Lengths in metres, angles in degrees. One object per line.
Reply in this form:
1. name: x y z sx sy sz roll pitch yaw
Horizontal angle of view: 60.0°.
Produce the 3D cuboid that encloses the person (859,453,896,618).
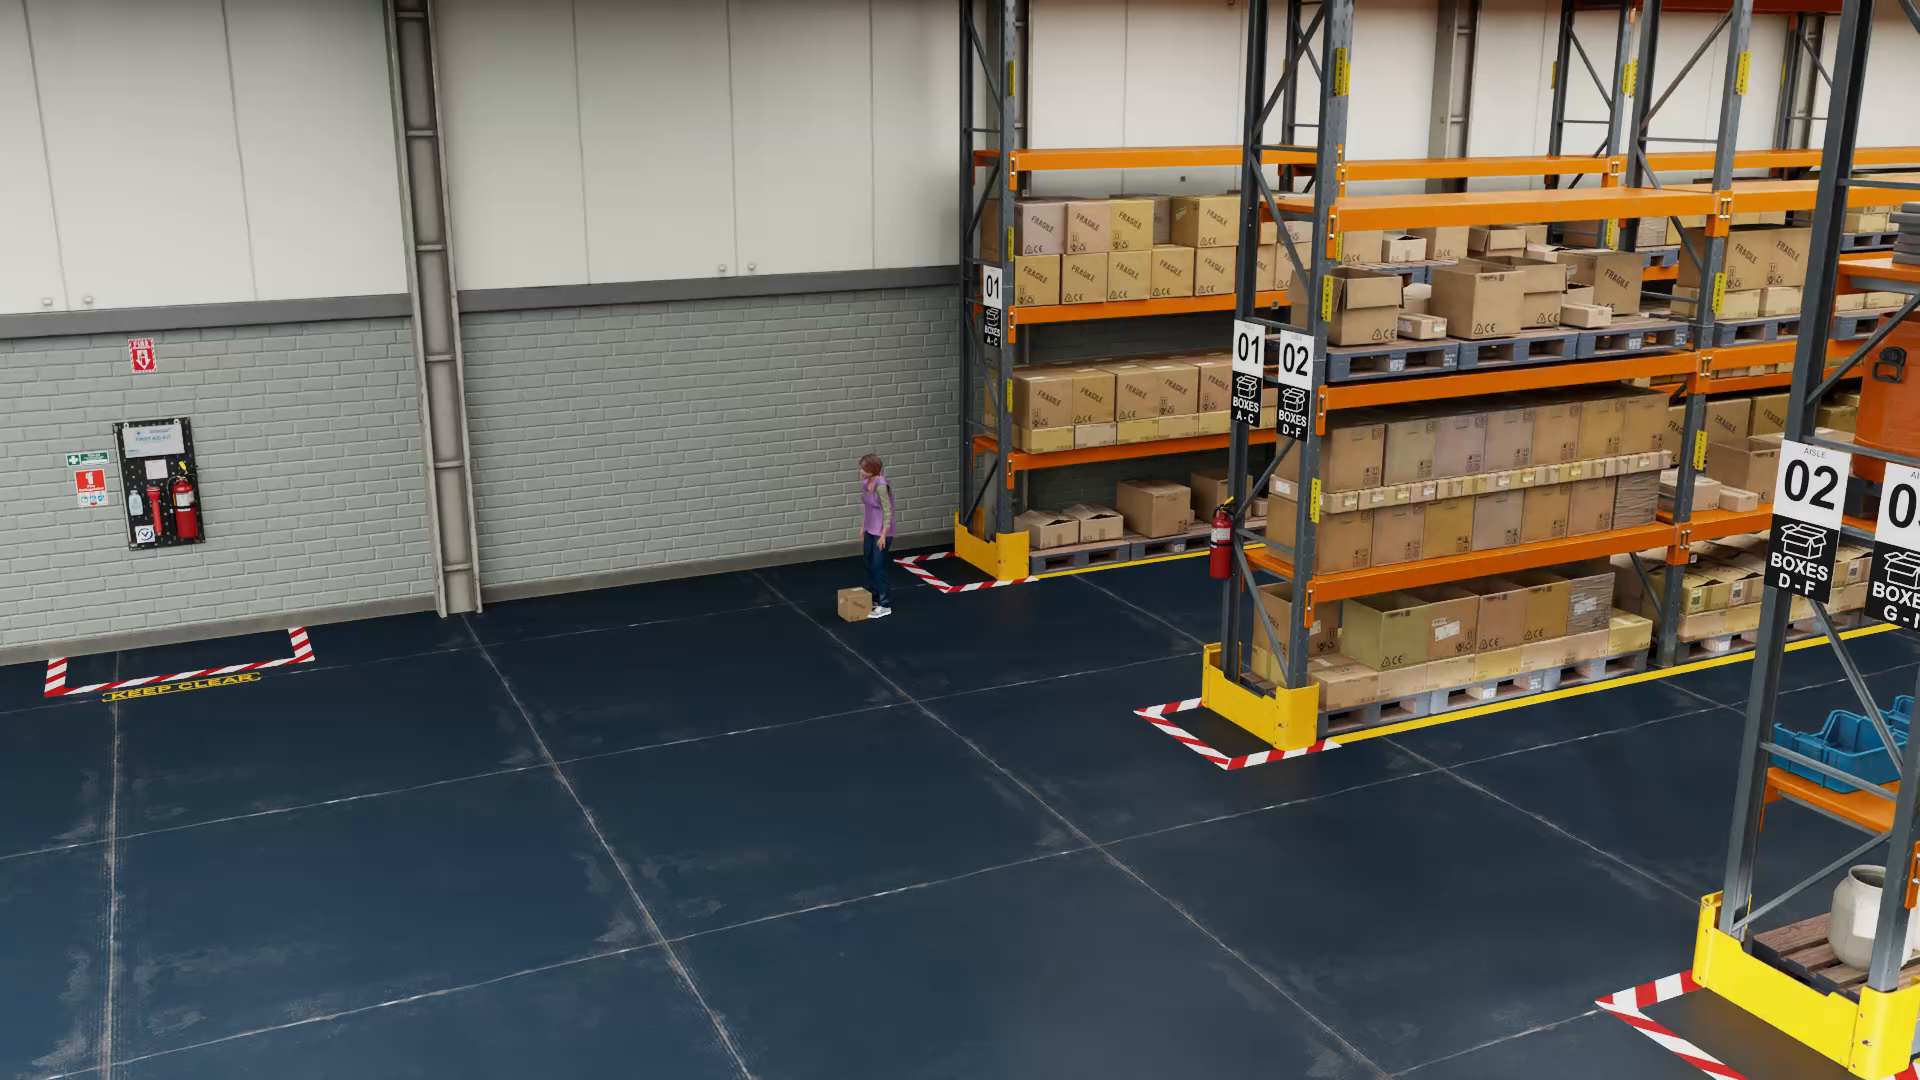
1. person: -0.802 -0.053 15.946 0.340 1.583 0.483 -8 18 -27
